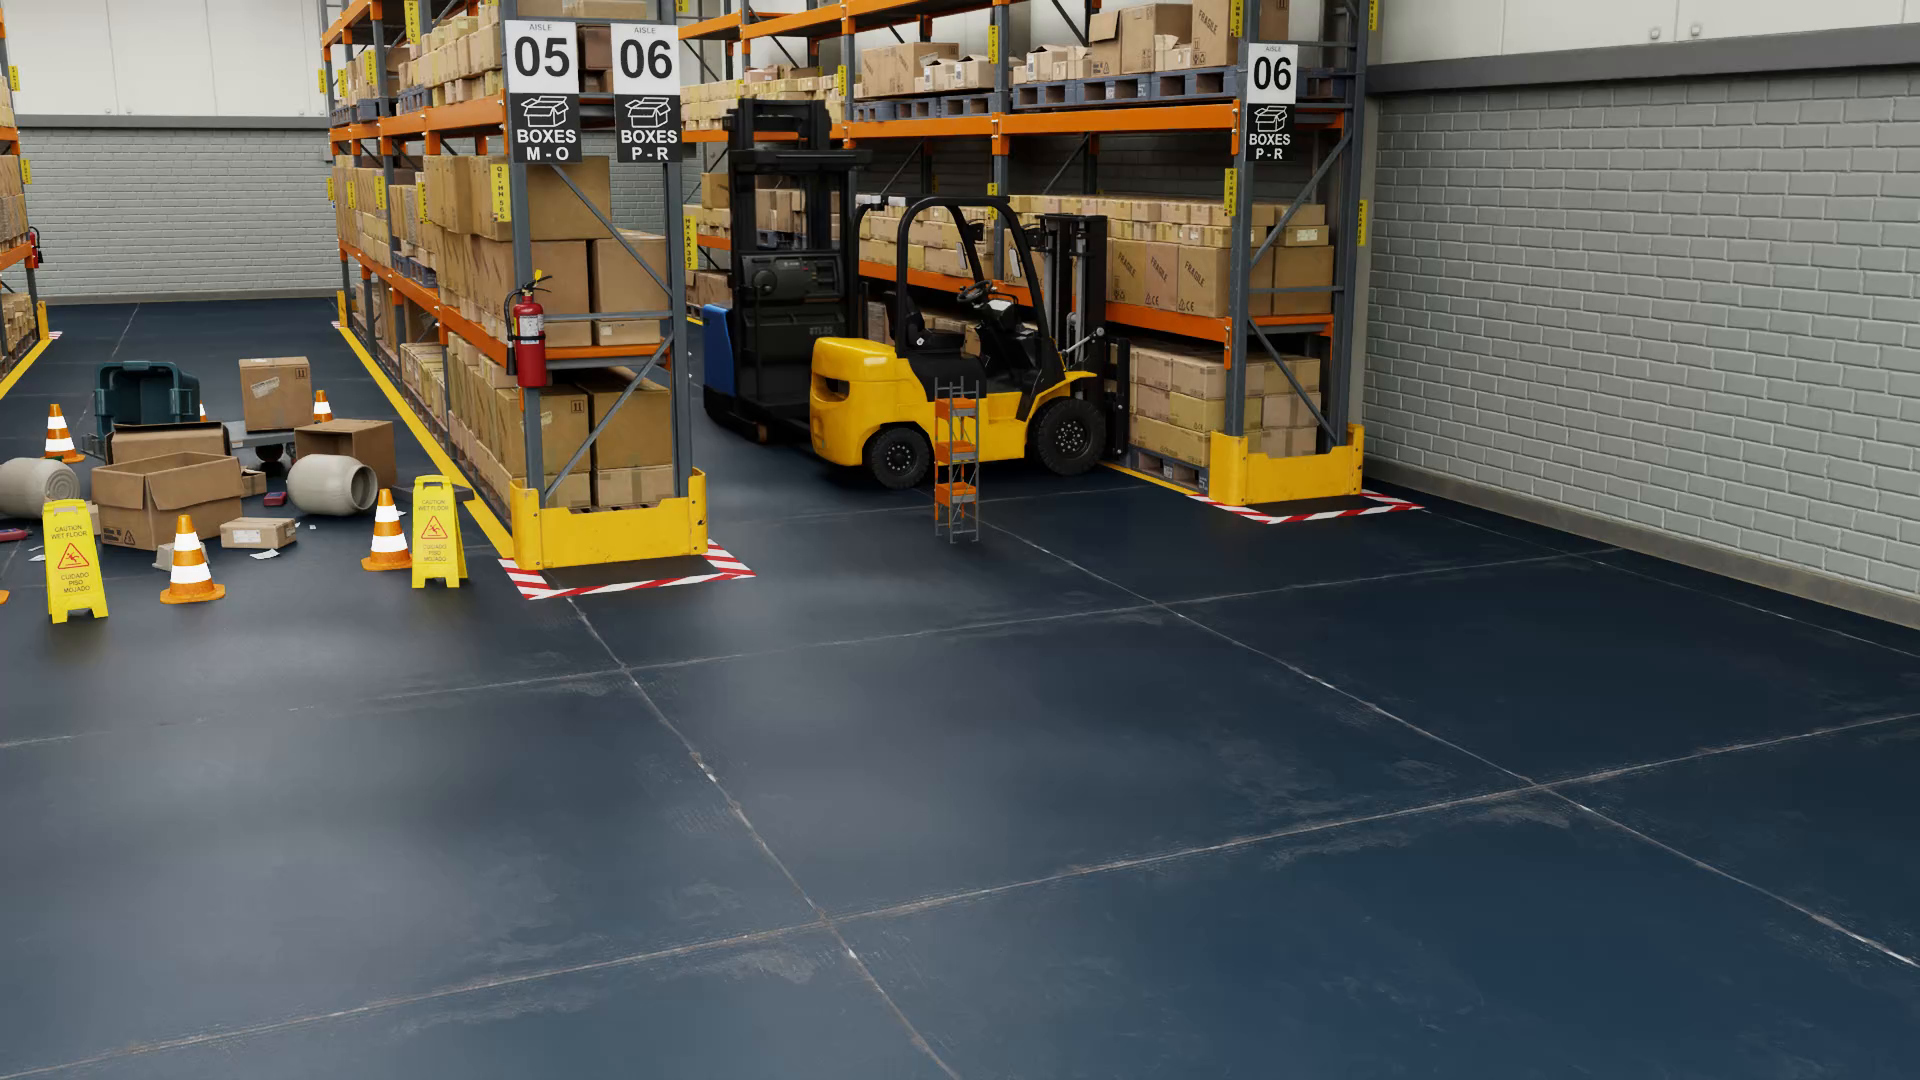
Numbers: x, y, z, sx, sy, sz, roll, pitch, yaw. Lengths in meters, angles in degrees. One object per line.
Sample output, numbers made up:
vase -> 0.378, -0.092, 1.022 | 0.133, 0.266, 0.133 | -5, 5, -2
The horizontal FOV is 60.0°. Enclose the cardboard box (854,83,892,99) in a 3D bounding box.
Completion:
cardboard box -> -0.948, -4.948, 18.310 | 0.380, 0.166, 0.250 | -6, 14, -23

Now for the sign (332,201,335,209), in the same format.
sign -> -10.909, -5.953, 29.341 | 0.327, 0.218, 0.001 | -6, 14, -23

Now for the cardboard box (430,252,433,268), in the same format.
cardboard box -> -4.302, -2.391, 14.174 | 0.380, 0.149, 0.250 | -6, 14, -25

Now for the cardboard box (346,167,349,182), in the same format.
cardboard box -> -7.596, -4.538, 21.386 | 0.500, 0.500, 0.500 | -6, 14, -24

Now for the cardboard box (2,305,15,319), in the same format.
cardboard box -> -11.756, -2.773, 20.273 | 0.380, 0.149, 0.250 | -5, 14, -22

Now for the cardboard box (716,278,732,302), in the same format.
cardboard box -> -3.133, -3.557, 24.198 | 0.700, 0.500, 0.500 | -6, 14, -25

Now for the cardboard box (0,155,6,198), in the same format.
cardboard box -> -11.806, -4.365, 19.978 | 0.500, 0.500, 0.500 | -5, 14, -22

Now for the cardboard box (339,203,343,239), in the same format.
cardboard box -> -8.403, -4.472, 23.319 | 0.500, 0.500, 0.500 | -6, 14, -24

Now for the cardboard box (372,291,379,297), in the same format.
cardboard box -> -7.471, -3.105, 22.384 | 0.875, 0.438, 0.875 | -6, 14, -25

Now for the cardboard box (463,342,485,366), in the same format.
cardboard box -> -3.451, -1.379, 12.240 | 0.380, 0.149, 0.250 | -5, 14, -20

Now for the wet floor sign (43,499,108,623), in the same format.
wet floor sign -> -4.821, 0.097, 9.019 | 0.267, 0.644, 0.232 | -9, 16, -33

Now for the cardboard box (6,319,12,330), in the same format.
cardboard box -> -11.814, -2.627, 20.299 | 0.380, 0.149, 0.250 | -5, 14, -20

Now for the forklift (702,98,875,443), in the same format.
forklift -> -1.402, -2.380, 14.654 | 1.130, 2.935, 3.031 | -6, 14, -24

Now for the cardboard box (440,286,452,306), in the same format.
cardboard box -> -3.921, -1.955, 13.221 | 0.380, 0.149, 0.250 | -6, 14, -23

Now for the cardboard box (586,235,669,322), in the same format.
cardboard box -> -2.087, -1.662, 10.515 | 0.500, 0.500, 0.500 | -6, 14, -24

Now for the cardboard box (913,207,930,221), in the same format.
cardboard box -> -0.264, -3.345, 17.009 | 0.380, 0.149, 0.250 | -6, 14, -24

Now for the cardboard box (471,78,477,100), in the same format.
cardboard box -> -3.038, -2.999, 11.082 | 0.380, 0.149, 0.250 | -6, 14, -25

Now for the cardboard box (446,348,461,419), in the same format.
cardboard box -> -3.765, -1.255, 13.145 | 0.500, 0.500, 0.500 | -5, 14, -20

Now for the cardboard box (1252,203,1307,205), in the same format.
cardboard box -> 2.407, -2.453, 12.496 | 0.380, 0.149, 0.250 | -5, 14, -21

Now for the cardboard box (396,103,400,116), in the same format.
cardboard box -> -5.386, -4.256, 16.513 | 0.380, 0.149, 0.250 | -6, 14, -23

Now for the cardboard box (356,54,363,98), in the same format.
cardboard box -> -6.328, -5.050, 18.233 | 0.500, 0.500, 0.500 | -5, 14, -22

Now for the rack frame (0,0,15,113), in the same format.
rack frame -> -13.056, -7.105, 21.613 | 1.000, 3.000, 0.127 | -6, 14, -23

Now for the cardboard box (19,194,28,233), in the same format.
cardboard box -> -12.640, -4.307, 21.944 | 0.500, 0.500, 0.500 | -5, 14, -22

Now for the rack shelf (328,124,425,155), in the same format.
rack shelf -> -7.759, -5.348, 22.269 | 1.077, 0.370, 4.000 | -6, 14, -23

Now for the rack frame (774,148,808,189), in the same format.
rack frame -> -2.412, -4.273, 22.681 | 1.000, 3.000, 0.127 | -6, 14, -23

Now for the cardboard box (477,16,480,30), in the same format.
cardboard box -> -2.971, -3.388, 10.993 | 0.380, 0.149, 0.250 | -6, 14, -25

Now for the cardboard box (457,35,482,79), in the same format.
cardboard box -> -3.016, -3.170, 10.936 | 0.500, 0.250, 0.500 | -5, 14, -21

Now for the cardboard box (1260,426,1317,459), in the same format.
cardboard box -> 2.378, -0.778, 12.747 | 0.500, 0.250, 0.500 | -6, 14, -23

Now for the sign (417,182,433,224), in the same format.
sign -> -4.261, -2.685, 13.249 | 0.100, 0.325, 0.005 | -6, 14, -23

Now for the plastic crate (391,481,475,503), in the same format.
plastic crate -> -3.876, -0.351, 12.207 | 0.402, 0.080, 0.583 | -12, 18, -42

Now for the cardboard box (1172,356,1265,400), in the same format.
cardboard box -> 1.925, -1.213, 12.408 | 0.500, 0.250, 0.500 | -5, 14, -21

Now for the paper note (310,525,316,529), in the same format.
paper note -> -4.372, -0.088, 11.228 | 0.032, 0.001, 0.123 | -6, 14, -23

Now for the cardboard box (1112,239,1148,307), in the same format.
cardboard box -> 1.553, -2.135, 13.219 | 0.500, 0.500, 0.500 | -6, 14, -24

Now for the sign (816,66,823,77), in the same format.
sign -> -1.905, -6.229, 22.460 | 0.100, 0.325, 0.005 | -6, 14, -23

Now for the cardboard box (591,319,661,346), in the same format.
cardboard box -> -2.098, -1.311, 10.441 | 0.380, 0.149, 0.250 | -6, 14, -23

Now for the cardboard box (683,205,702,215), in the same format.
cardboard box -> -4.079, -5.053, 25.725 | 0.500, 0.250, 0.500 | -6, 14, -23

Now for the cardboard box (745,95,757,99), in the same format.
cardboard box -> -2.585, -5.711, 21.646 | 0.380, 0.149, 0.250 | -5, 14, -22

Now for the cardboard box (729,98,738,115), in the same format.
cardboard box -> -2.834, -5.884, 22.659 | 0.500, 0.250, 0.500 | -6, 14, -23

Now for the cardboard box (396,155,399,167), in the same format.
cardboard box -> -6.964, -4.816, 21.149 | 0.380, 0.149, 0.250 | -5, 14, -22

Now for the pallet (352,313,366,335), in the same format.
pallet -> -8.169, -3.134, 23.943 | 1.003, 0.211, 1.213 | -6, 14, -23

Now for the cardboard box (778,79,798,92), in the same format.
cardboard box -> -2.023, -5.596, 20.490 | 0.380, 0.149, 0.250 | -6, 14, -23

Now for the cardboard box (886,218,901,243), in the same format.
cardboard box -> -0.463, -3.290, 17.658 | 0.500, 0.250, 0.500 | -6, 14, -24

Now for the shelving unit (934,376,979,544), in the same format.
shelving unit -> -0.021, -0.523, 10.799 | 0.215, 1.050, 0.252 | -6, 14, -23

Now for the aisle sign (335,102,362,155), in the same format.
aisle sign -> -8.855, -5.906, 23.969 | 0.394, 0.787, 0.004 | -6, 14, -23

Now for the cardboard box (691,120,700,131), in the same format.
cardboard box -> -3.766, -6.131, 24.614 | 0.380, 0.149, 0.250 | -6, 14, -23

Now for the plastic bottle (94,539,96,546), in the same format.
plastic bottle -> -5.675, 0.008, 10.702 | 0.133, 0.061, 0.283 | -12, 18, -42

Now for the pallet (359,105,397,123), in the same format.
pallet -> -6.113, -4.726, 18.404 | 1.003, 0.211, 1.213 | -5, 14, -20

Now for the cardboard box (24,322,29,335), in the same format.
cardboard box -> -12.160, -2.705, 21.297 | 0.380, 0.149, 0.250 | -6, 14, -25

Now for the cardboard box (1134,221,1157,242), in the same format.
cardboard box -> 1.583, -2.418, 13.003 | 0.380, 0.149, 0.250 | -6, 14, -25

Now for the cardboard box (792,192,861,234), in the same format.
cardboard box -> -1.633, -4.022, 20.436 | 0.797, 0.503, 0.637 | -6, 14, -24

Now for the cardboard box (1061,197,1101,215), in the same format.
cardboard box -> 1.084, -2.826, 14.108 | 0.380, 0.149, 0.250 | -6, 14, -24

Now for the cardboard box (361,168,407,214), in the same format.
cardboard box -> -6.618, -4.037, 19.220 | 0.500, 0.500, 0.500 | -6, 14, -24

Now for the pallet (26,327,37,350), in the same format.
pallet -> -12.732, -2.637, 21.797 | 1.003, 0.211, 1.213 | -6, 14, -23

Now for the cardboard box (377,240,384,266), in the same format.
cardboard box -> -6.015, -3.110, 17.987 | 0.500, 0.250, 0.500 | -5, 14, -22

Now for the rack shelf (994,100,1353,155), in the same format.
rack shelf -> 1.594, -3.318, 13.497 | 1.077, 0.370, 4.000 | -6, 14, -23

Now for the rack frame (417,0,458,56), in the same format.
rack frame -> -3.754, -5.094, 12.923 | 1.000, 3.000, 0.127 | -6, 14, -23
